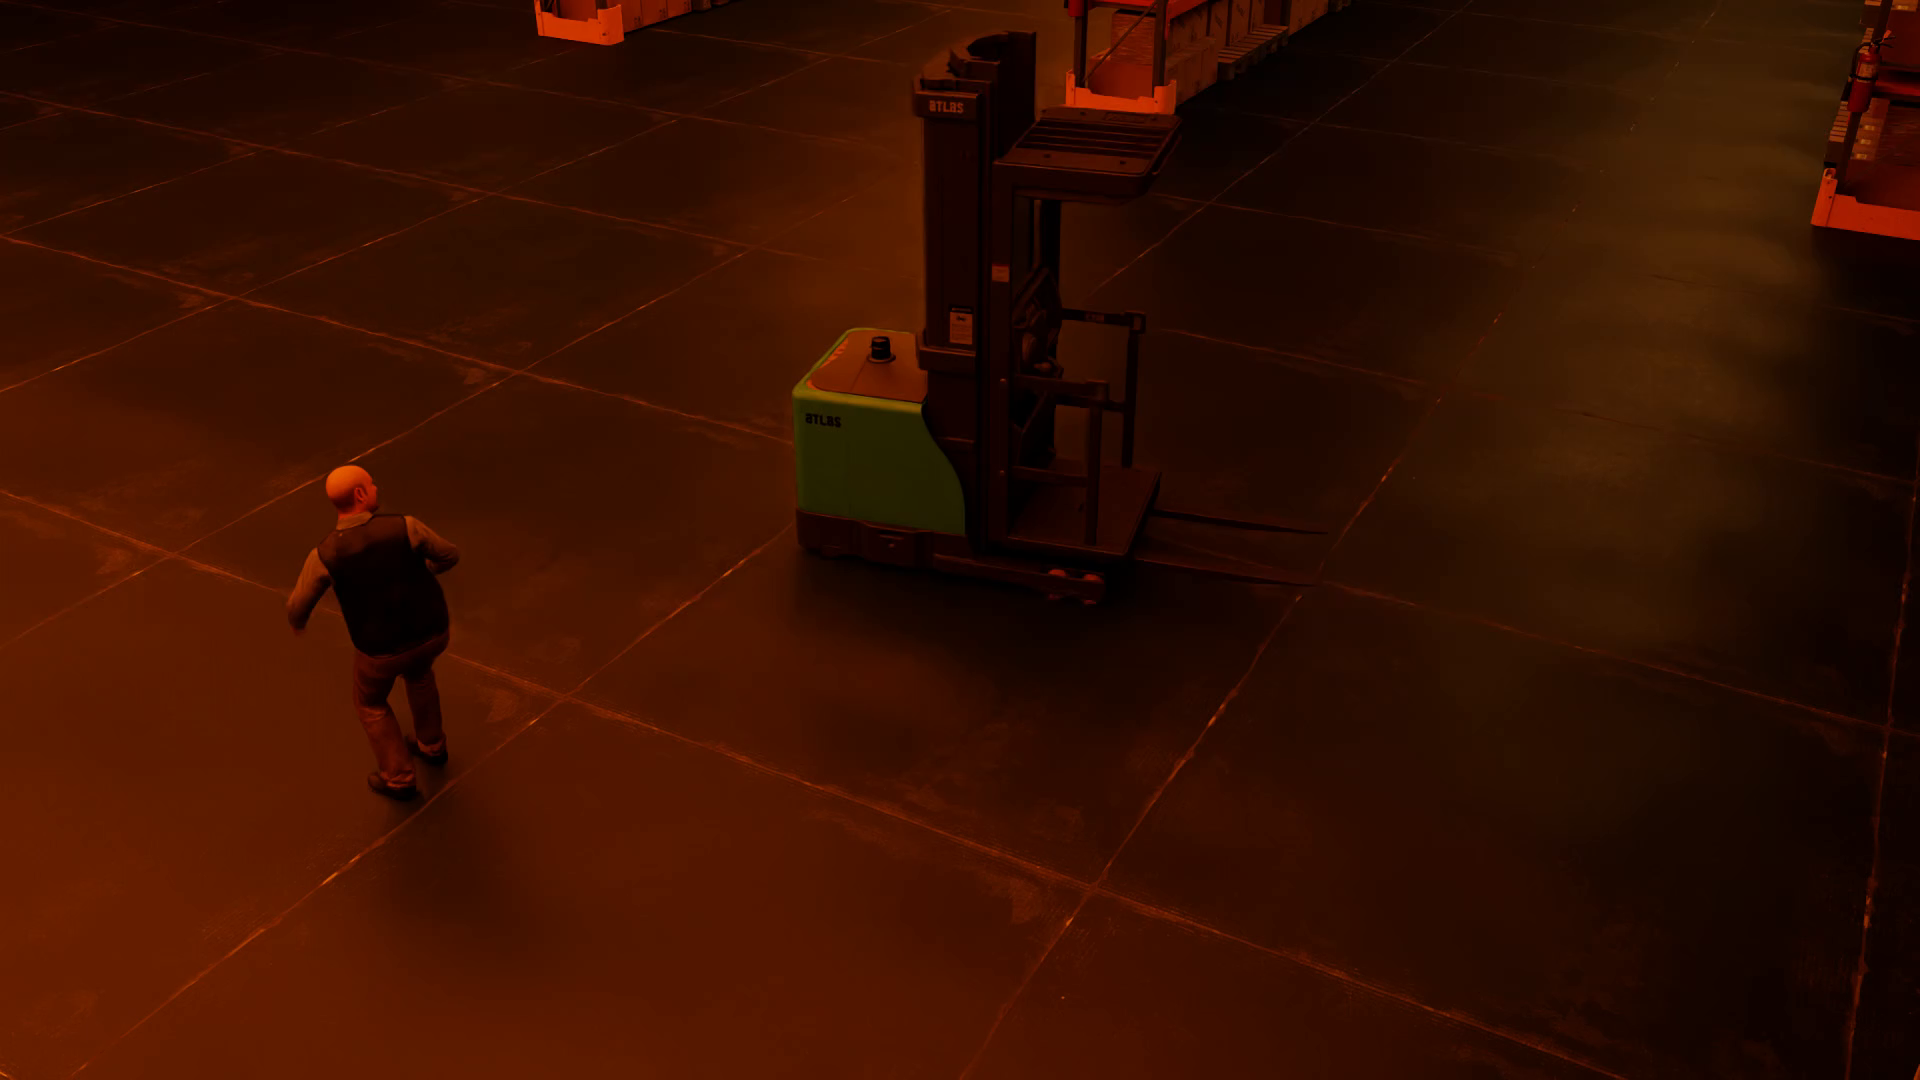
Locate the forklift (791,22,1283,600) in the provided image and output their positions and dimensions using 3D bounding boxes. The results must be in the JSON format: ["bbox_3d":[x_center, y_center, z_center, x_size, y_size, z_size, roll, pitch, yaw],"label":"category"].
[{"bbox_3d":[0.562,-1.445,9.574,3.031,2.935,1.130,-15,33,-24],"label":"forklift"}]

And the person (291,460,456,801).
[{"bbox_3d":[-2.675,0.386,7.619,0.699,1.716,0.467,-17,34,-27],"label":"person"}]
